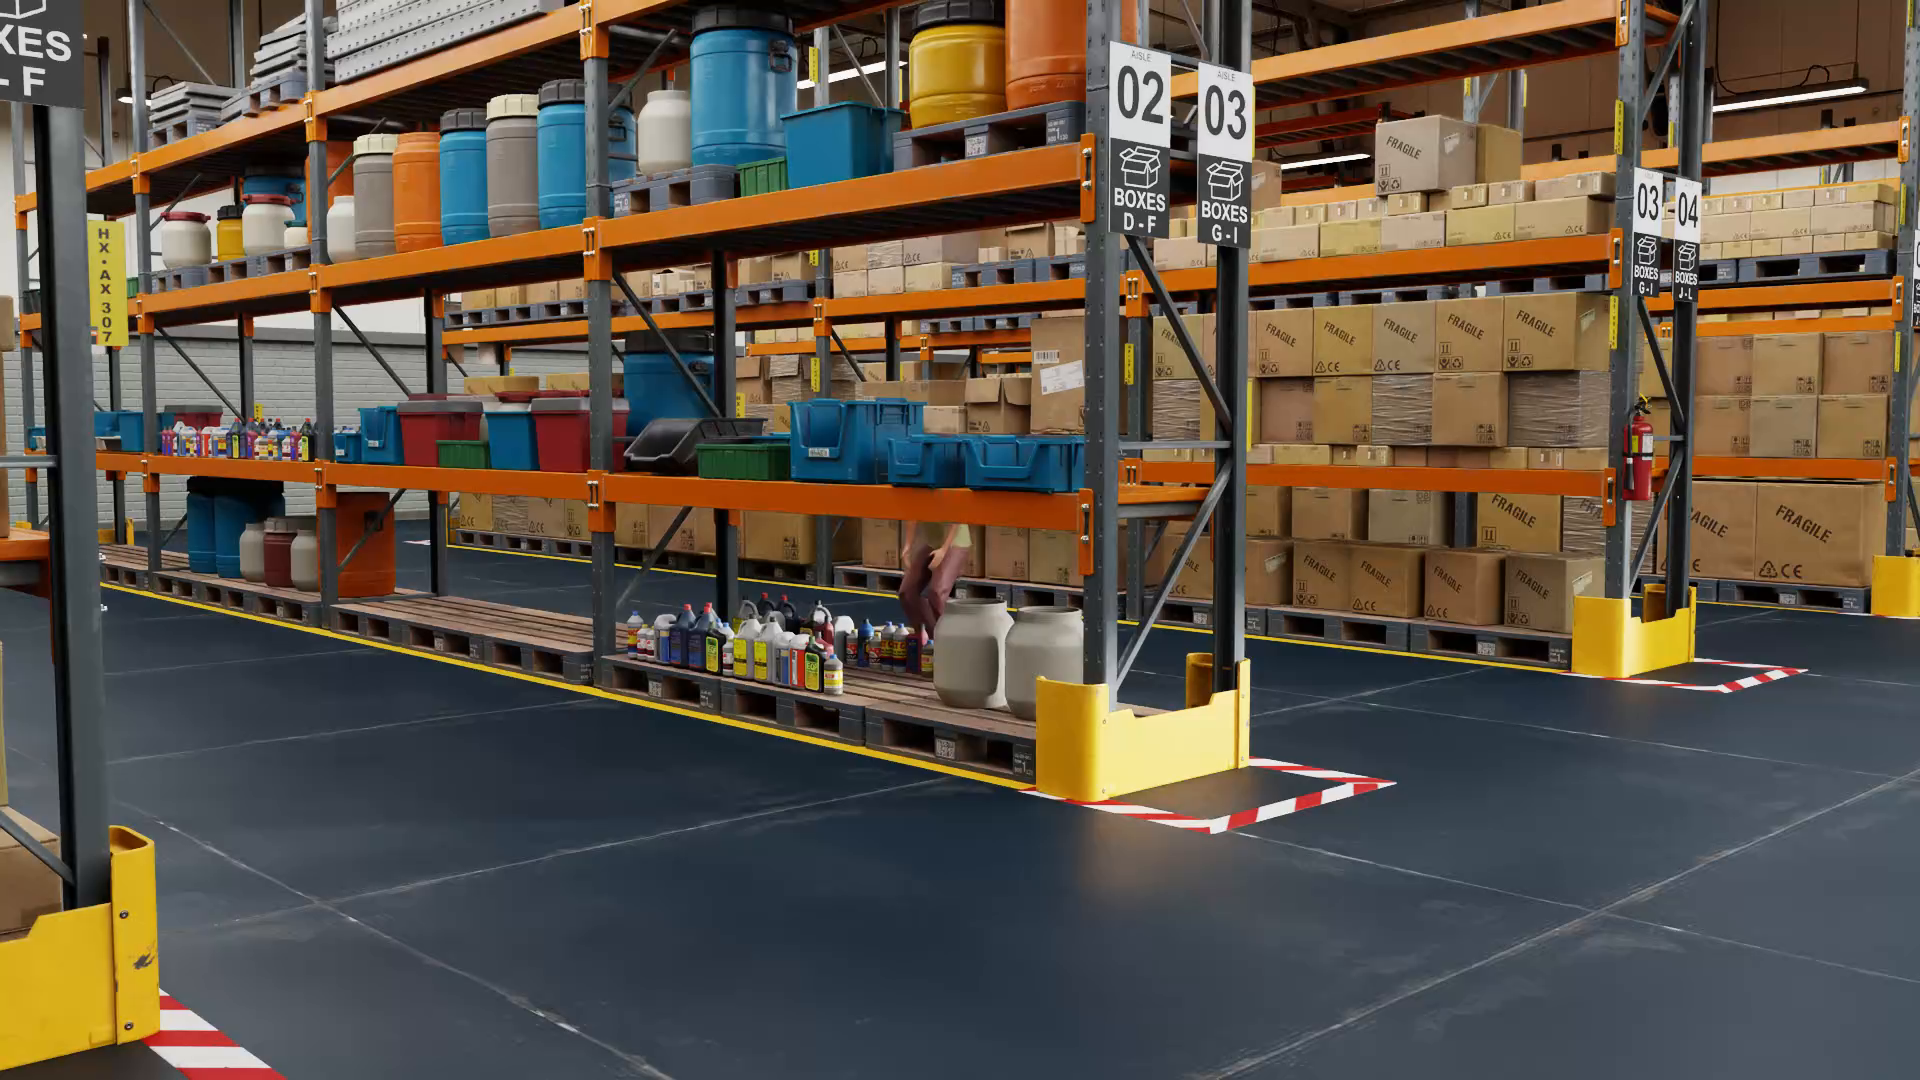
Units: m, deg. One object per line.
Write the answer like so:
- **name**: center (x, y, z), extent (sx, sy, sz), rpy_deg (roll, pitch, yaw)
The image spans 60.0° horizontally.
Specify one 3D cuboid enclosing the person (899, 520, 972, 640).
- **person**: center (-0.163, 0.065, 11.284), extent (0.532, 1.515, 0.498), rpy_deg (-4, 5, -43)
